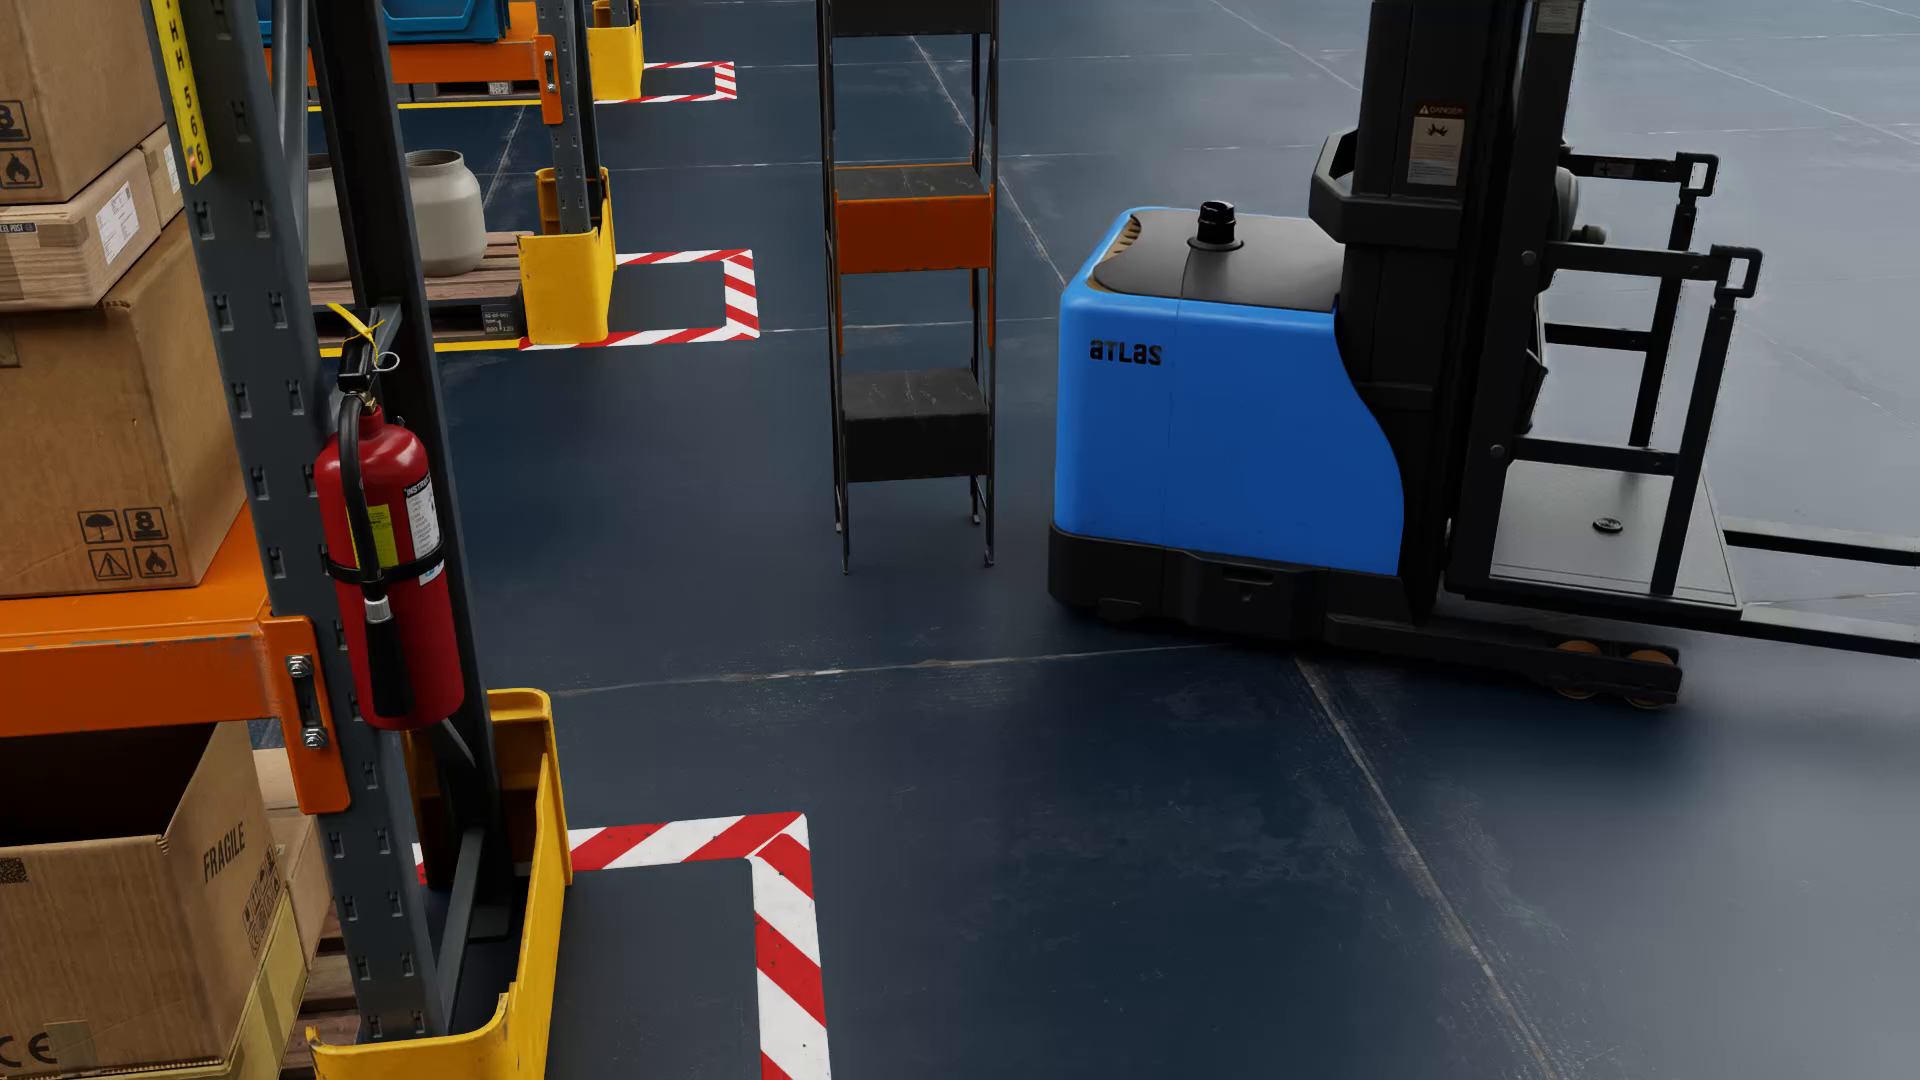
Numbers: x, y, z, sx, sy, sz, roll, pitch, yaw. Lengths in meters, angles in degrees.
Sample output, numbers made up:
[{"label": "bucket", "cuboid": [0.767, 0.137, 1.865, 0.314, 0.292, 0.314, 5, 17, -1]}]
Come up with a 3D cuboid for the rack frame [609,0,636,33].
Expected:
[{"label": "rack frame", "cuboid": [-2.465, -4.742, 11.706, 0.127, 3.000, 1.000, -4, 27, -7]}]

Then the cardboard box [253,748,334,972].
[{"label": "cardboard box", "cuboid": [-1.650, 0.707, 3.639, 0.500, 0.250, 0.500, -4, 27, -7]}]

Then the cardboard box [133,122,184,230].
[{"label": "cardboard box", "cuboid": [-1.507, -0.669, 2.948, 0.250, 0.149, 0.380, -4, 27, -7]}]

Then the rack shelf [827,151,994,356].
[{"label": "rack shelf", "cuboid": [-0.164, -0.912, 5.256, 0.480, 0.518, 0.431, -4, 27, -7]}]

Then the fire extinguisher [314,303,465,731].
[{"label": "fire extinguisher", "cuboid": [-0.907, -0.027, 2.601, 0.183, 0.674, 0.296, -4, 27, -7]}]

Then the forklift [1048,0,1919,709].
[{"label": "forklift", "cuboid": [1.854, -1.087, 4.659, 3.031, 2.935, 1.130, 8, 28, 14]}]

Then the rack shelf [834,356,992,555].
[{"label": "rack shelf", "cuboid": [-0.164, -0.289, 5.576, 0.480, 0.518, 0.431, -4, 27, -7]}]

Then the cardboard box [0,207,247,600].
[{"label": "cardboard box", "cuboid": [-1.552, -0.284, 2.908, 0.500, 0.500, 0.700, -4, 27, -7]}]

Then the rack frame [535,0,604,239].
[{"label": "rack frame", "cuboid": [-1.775, -2.503, 7.342, 0.127, 3.000, 1.000, -4, 27, -7]}]

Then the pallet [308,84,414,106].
[{"label": "pallet", "cuboid": [-4.555, -3.385, 12.116, 1.213, 0.211, 1.003, -4, 27, -7]}]

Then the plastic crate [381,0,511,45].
[{"label": "plastic crate", "cuboid": [-2.229, -2.270, 7.051, 0.616, 0.251, 0.499, -4, 27, -7]}]

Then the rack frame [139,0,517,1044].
[{"label": "rack frame", "cuboid": [-1.088, -0.264, 2.978, 0.127, 3.000, 1.000, -4, 27, -7]}]

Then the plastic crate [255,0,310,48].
[{"label": "plastic crate", "cuboid": [-2.873, -2.231, 6.975, 0.408, 0.251, 0.499, -4, 27, -7]}]

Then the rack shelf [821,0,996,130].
[{"label": "rack shelf", "cuboid": [-0.164, -1.534, 4.937, 0.480, 0.518, 0.431, -4, 27, -7]}]

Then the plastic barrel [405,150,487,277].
[{"label": "plastic barrel", "cuboid": [-2.416, -1.507, 7.666, 0.421, 0.512, 0.421, 0, 27, 0]}]

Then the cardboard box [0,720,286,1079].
[{"label": "cardboard box", "cuboid": [-1.578, 0.608, 3.010, 0.500, 0.500, 0.500, -4, 27, -7]}]

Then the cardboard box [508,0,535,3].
[{"label": "cardboard box", "cuboid": [-3.086, -3.785, 12.118, 0.500, 0.500, 0.500, 1, 27, 2]}]

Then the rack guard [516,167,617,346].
[{"label": "rack guard", "cuboid": [-1.843, -1.365, 7.862, 0.348, 0.500, 1.175, -4, 27, -7]}]

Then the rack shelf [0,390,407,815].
[{"label": "rack shelf", "cuboid": [-3.069, 0.184, 2.894, 4.000, 0.370, 1.077, -4, 27, -7]}]

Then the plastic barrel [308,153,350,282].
[{"label": "plastic barrel", "cuboid": [-2.912, -1.475, 7.604, 0.421, 0.512, 0.421, 0, 27, 0]}]

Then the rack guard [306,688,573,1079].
[{"label": "rack guard", "cuboid": [-1.065, 0.847, 3.552, 0.348, 0.500, 1.175, -4, 27, -7]}]

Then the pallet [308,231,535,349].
[{"label": "pallet", "cuboid": [-2.649, -1.187, 7.832, 1.213, 0.211, 1.003, -4, 27, -7]}]

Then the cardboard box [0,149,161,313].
[{"label": "cardboard box", "cuboid": [-1.440, -0.486, 2.592, 0.250, 0.149, 0.380, -4, 27, -8]}]

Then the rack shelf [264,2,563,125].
[{"label": "rack shelf", "cuboid": [-3.755, -2.056, 7.259, 4.000, 0.370, 1.077, -4, 27, -7]}]

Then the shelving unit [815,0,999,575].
[{"label": "shelving unit", "cuboid": [-0.164, -0.924, 5.250, 0.503, 2.100, 0.431, -4, 27, -7]}]

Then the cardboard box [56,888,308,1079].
[{"label": "cardboard box", "cuboid": [-1.578, 0.941, 3.183, 0.500, 0.250, 0.500, -4, 27, -7]}]

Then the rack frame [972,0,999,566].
[{"label": "rack frame", "cuboid": [0.078, -0.939, 5.280, 0.015, 2.100, 0.400, -4, 27, -7]}]

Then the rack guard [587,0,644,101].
[{"label": "rack guard", "cuboid": [-2.540, -3.625, 12.267, 0.348, 0.500, 1.175, -4, 27, -7]}]

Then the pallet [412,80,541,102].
[{"label": "pallet", "cuboid": [-3.349, -3.461, 12.264, 1.213, 0.211, 1.003, -4, 27, -7]}]

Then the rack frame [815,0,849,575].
[{"label": "rack frame", "cuboid": [-0.406, -0.908, 5.220, 0.015, 2.100, 0.400, -4, 27, -7]}]

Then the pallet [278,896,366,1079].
[{"label": "pallet", "cuboid": [-1.840, 1.045, 3.483, 1.213, 0.211, 1.003, -4, 27, -7]}]

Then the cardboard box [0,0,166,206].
[{"label": "cardboard box", "cuboid": [-1.605, -0.858, 2.606, 0.500, 0.500, 0.700, -4, 27, -7]}]

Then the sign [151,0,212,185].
[{"label": "sign", "cuboid": [-1.027, -0.638, 2.180, 0.005, 0.325, 0.100, -4, 27, -7]}]
